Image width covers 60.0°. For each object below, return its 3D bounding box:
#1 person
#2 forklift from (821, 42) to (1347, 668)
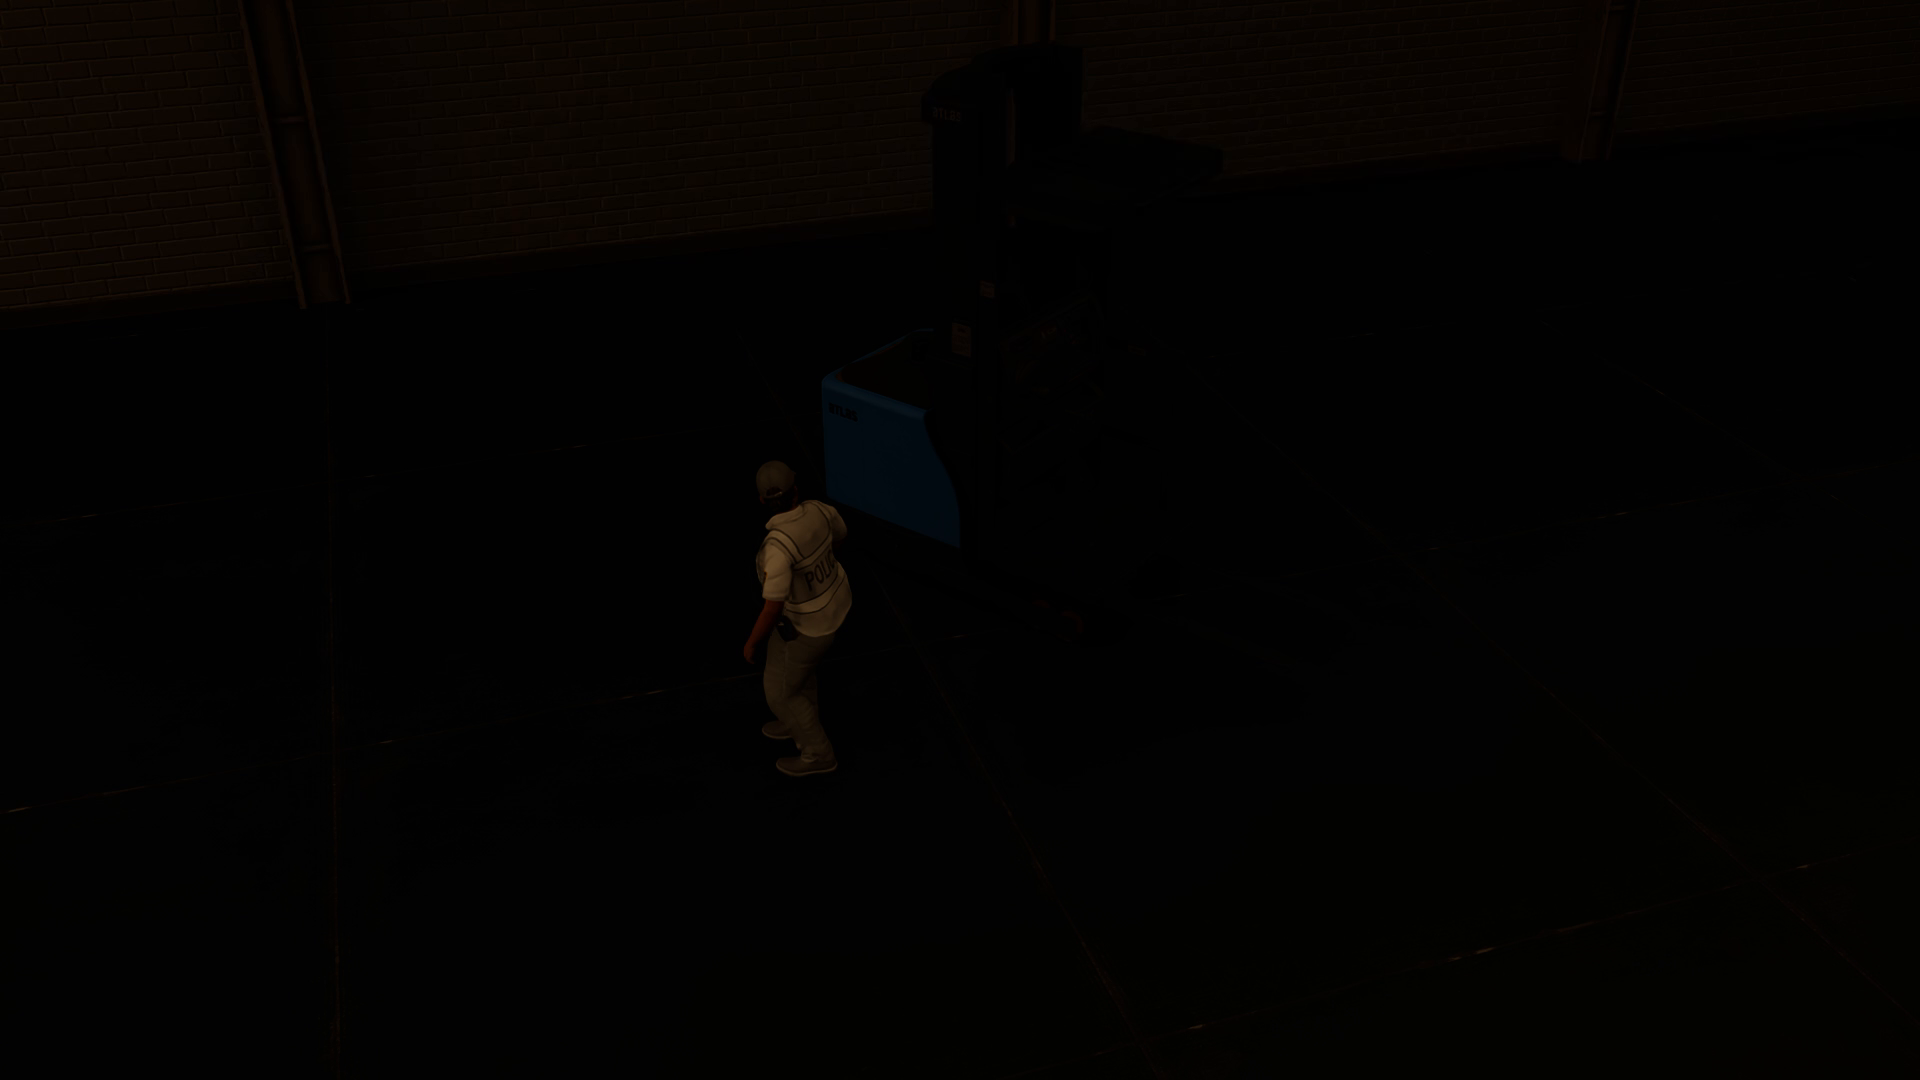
[{"bbox_3d":[-0.790,0.453,7.802,0.513,1.447,0.677,9,31,15],"label":"person"},{"bbox_3d":[0.668,-1.019,8.857,3.031,2.935,1.130,21,36,31],"label":"forklift"}]
